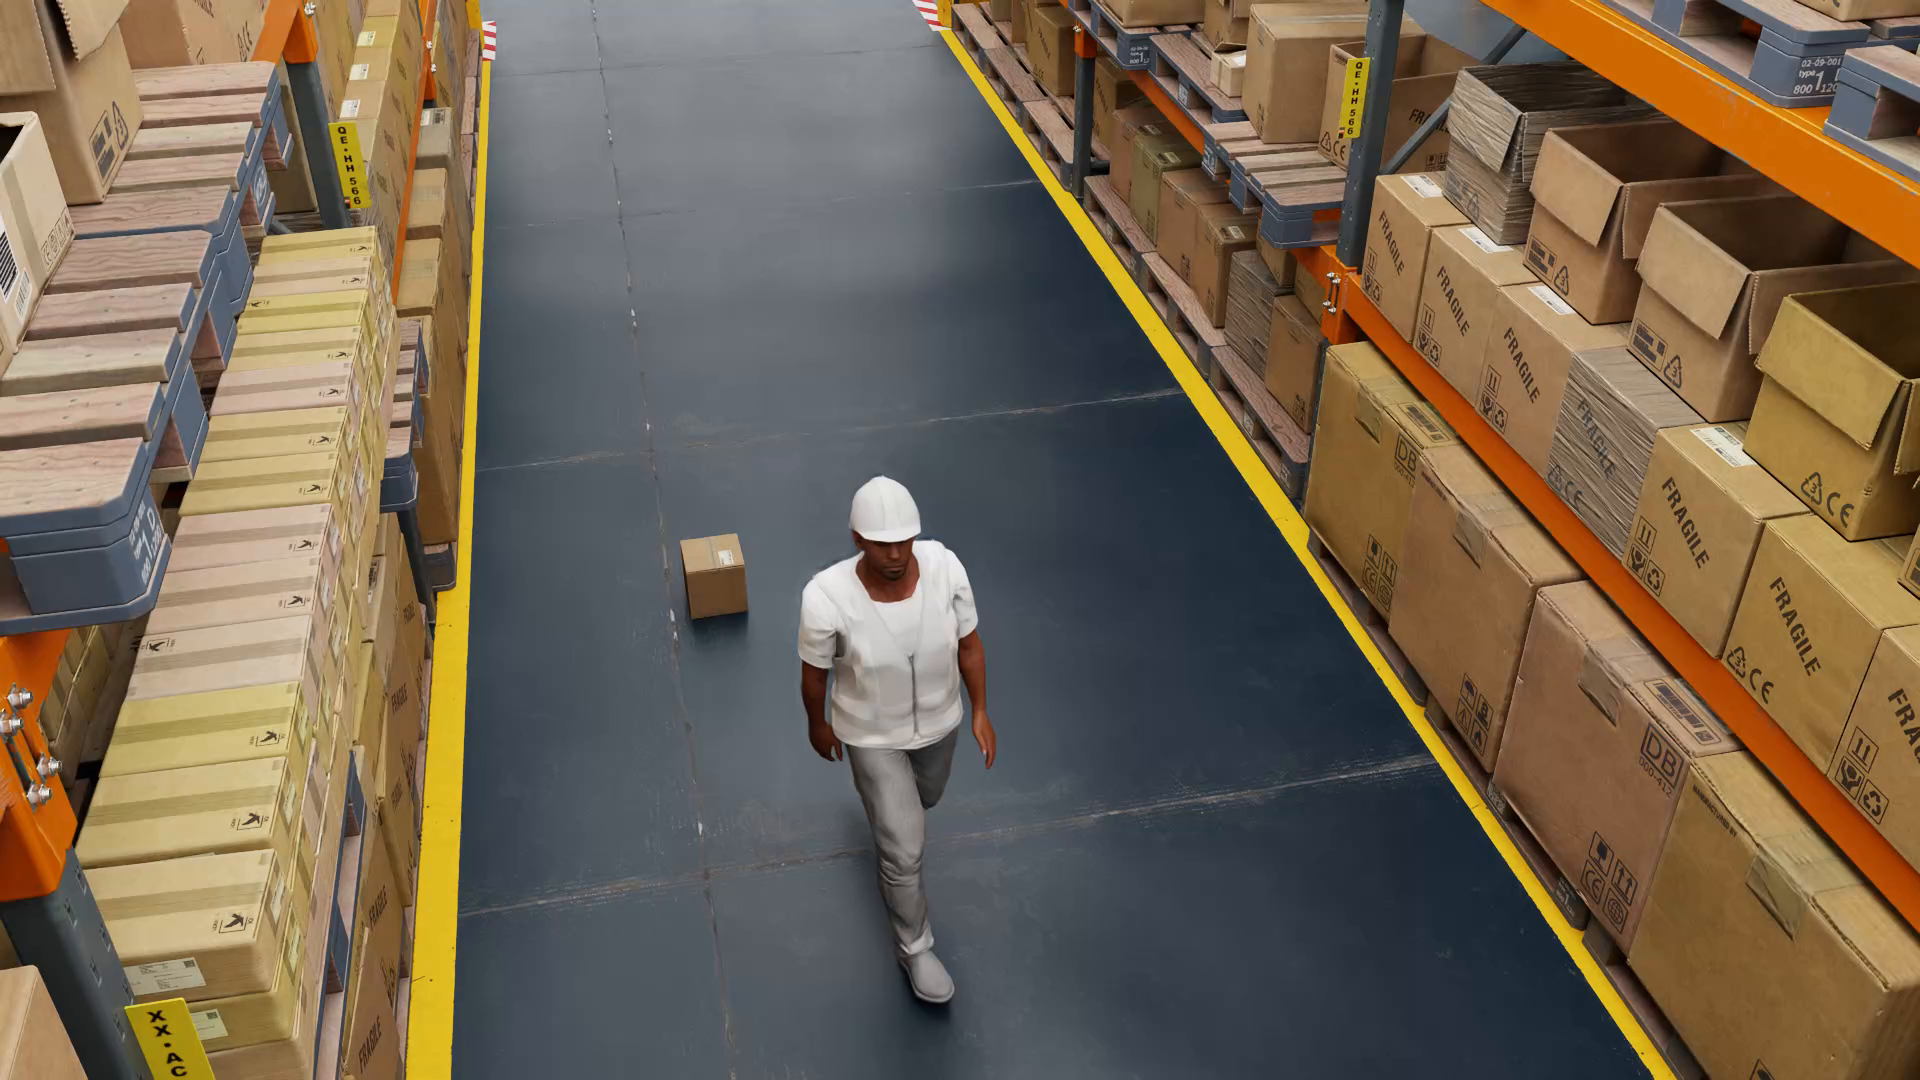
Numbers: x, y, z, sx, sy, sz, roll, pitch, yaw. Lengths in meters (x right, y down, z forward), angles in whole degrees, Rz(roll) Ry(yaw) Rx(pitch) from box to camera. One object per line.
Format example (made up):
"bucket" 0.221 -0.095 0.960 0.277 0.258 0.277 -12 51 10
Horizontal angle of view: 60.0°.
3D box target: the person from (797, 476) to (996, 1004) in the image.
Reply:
"person" -0.203 0.554 5.299 0.563 1.728 0.998 -16 37 -22
